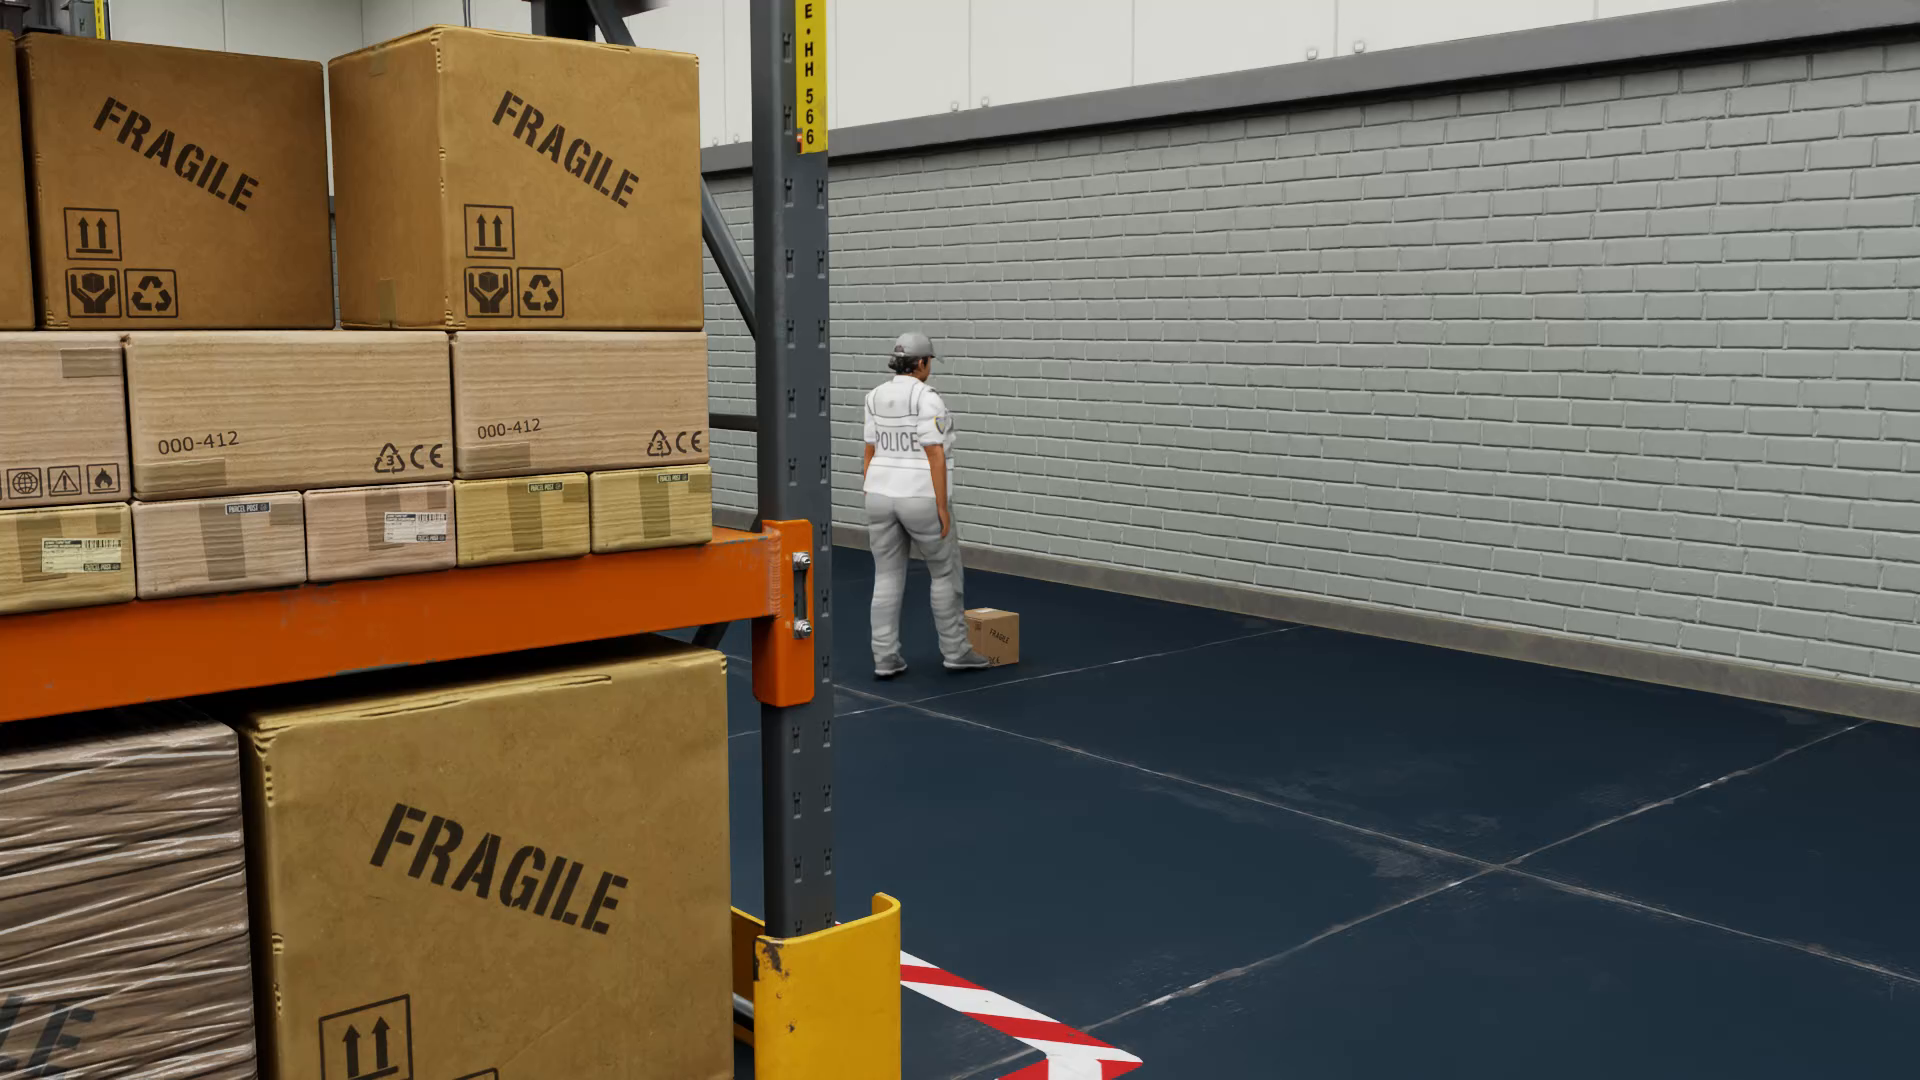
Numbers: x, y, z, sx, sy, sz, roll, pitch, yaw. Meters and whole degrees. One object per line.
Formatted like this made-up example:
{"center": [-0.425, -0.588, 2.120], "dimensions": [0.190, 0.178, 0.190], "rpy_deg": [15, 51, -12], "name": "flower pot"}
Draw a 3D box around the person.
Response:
{"center": [-0.187, -0.184, 8.107], "dimensions": [0.509, 1.657, 0.597], "rpy_deg": [5, 9, 31], "name": "person"}
